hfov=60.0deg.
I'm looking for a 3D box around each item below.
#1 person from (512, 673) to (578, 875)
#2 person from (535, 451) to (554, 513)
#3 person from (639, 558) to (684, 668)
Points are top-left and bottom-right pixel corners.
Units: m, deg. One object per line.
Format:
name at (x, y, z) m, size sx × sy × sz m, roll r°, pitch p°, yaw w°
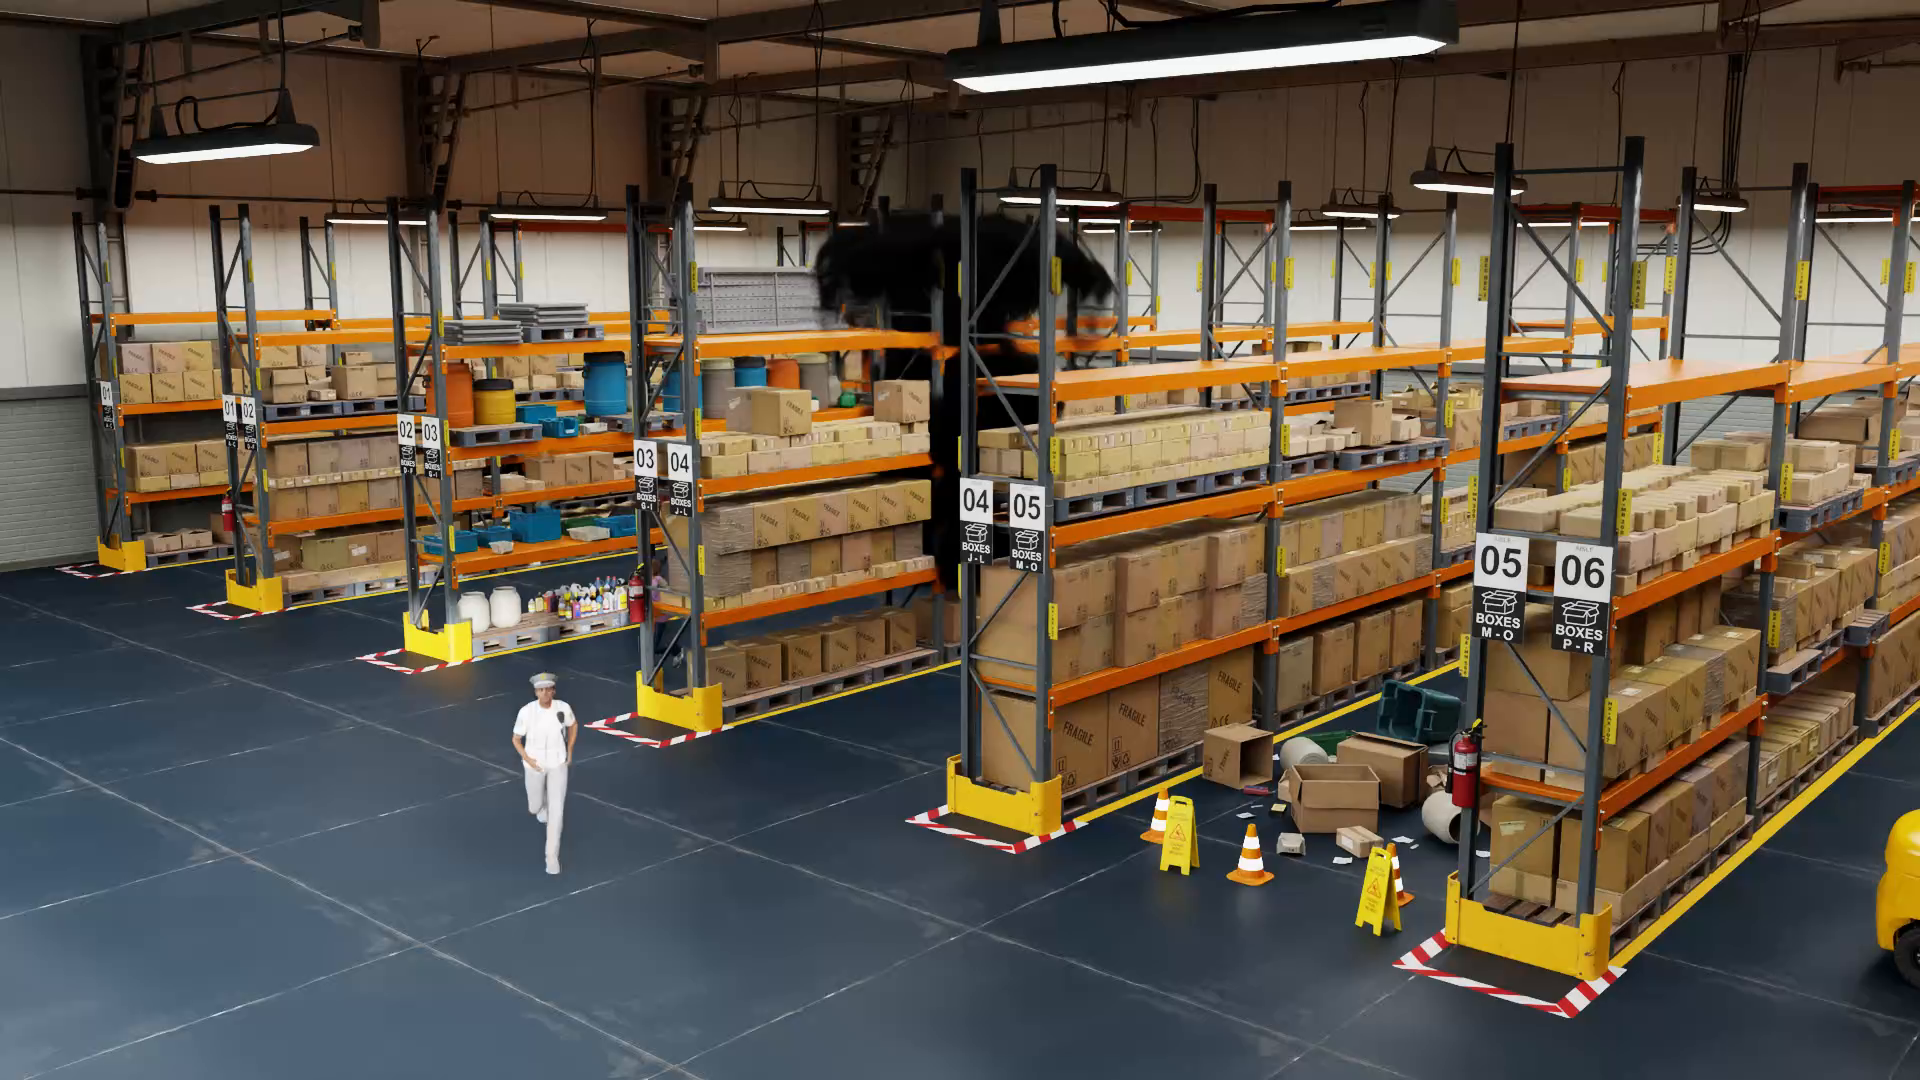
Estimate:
person at (-3.622, 1.971, 14.559) m, size 0.552 × 1.694 × 1.019 m, roll -2°, pitch 10°, yaw -10°
person at (-7.920, -0.897, 31.630) m, size 0.674 × 1.692 × 0.587 m, roll 6°, pitch 11°, yaw 32°
person at (-3.746, 0.982, 20.680) m, size 0.572 × 1.547 × 0.619 m, roll 9°, pitch 13°, yaw 42°
